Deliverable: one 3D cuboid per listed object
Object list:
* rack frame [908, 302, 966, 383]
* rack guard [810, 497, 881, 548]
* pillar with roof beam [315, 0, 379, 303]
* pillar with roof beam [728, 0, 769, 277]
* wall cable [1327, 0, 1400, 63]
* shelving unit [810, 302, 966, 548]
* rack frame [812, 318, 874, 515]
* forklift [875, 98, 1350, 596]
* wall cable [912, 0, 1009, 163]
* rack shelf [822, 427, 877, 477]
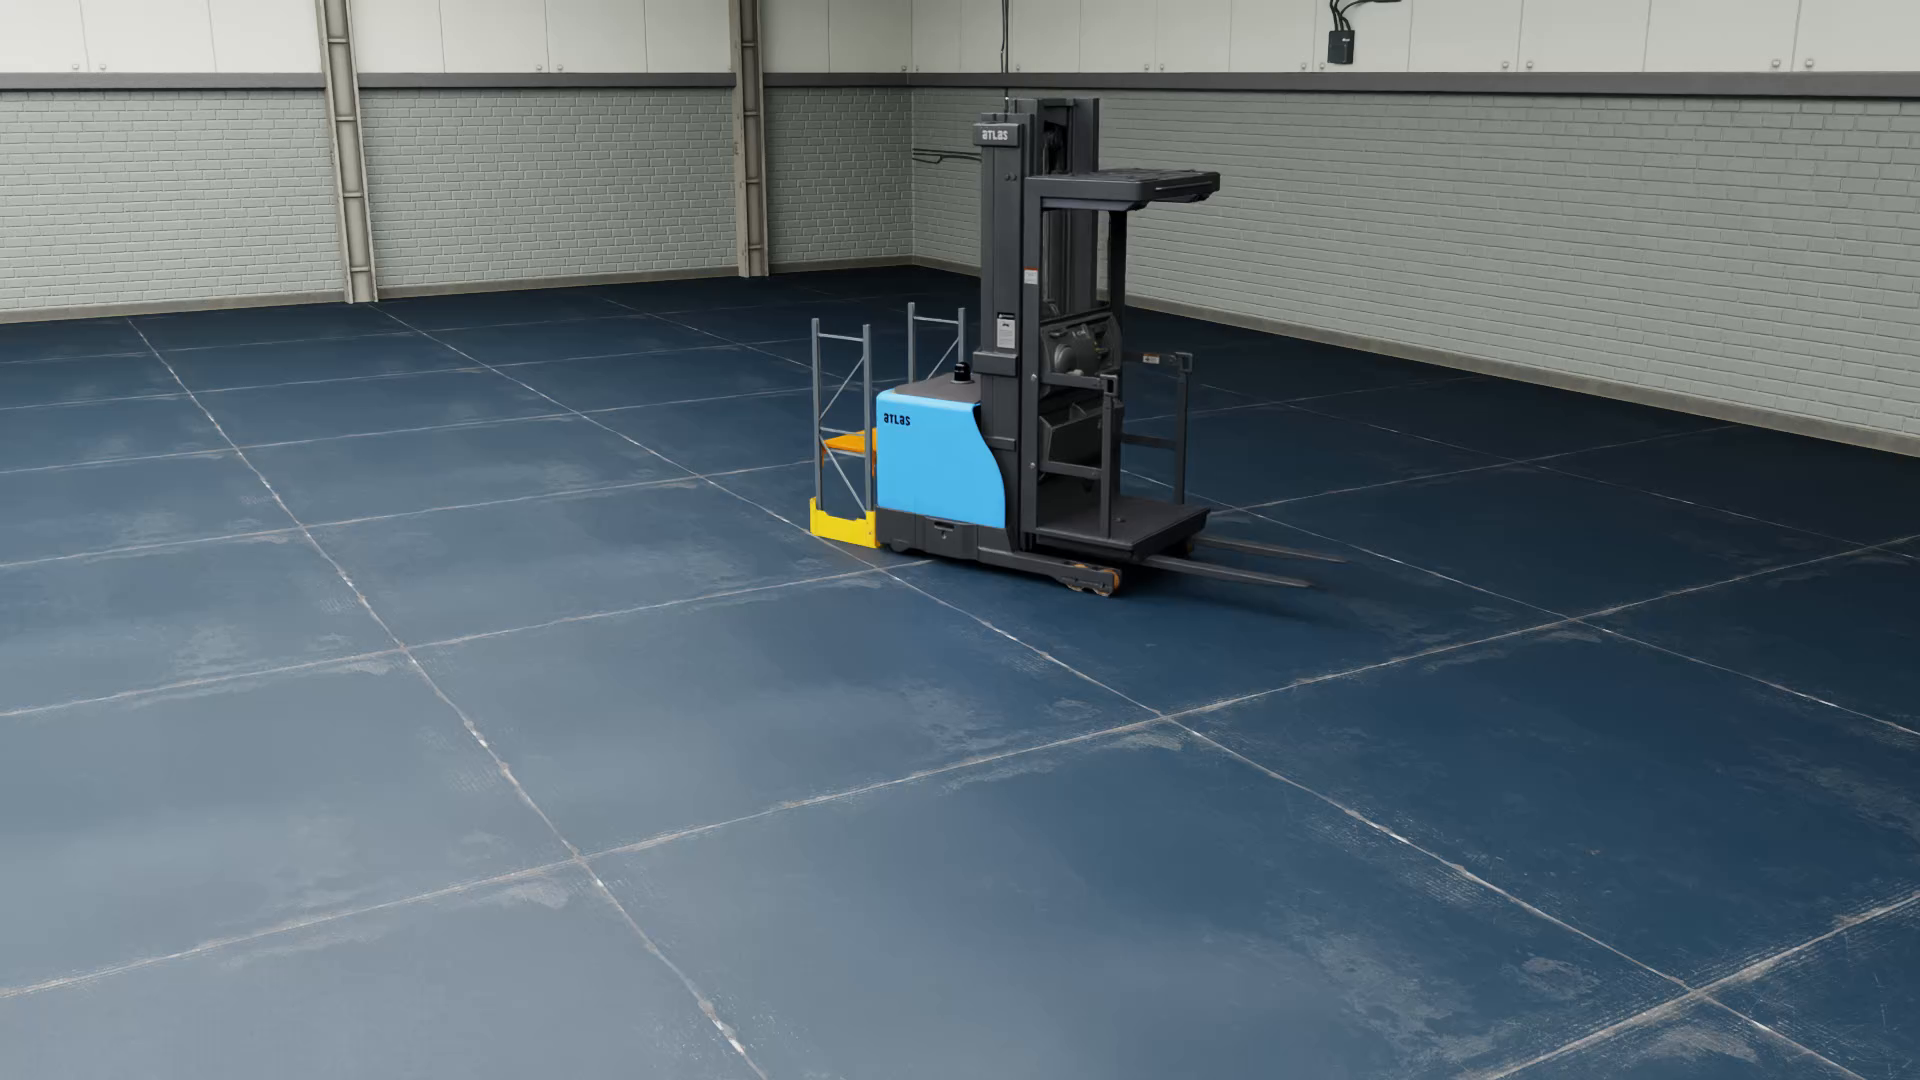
[{"bbox_3d":[-0.166,-0.940,11.986,0.500,1.500,0.032,12,20,36],"label":"rack frame"},{"bbox_3d":[-0.788,-0.122,11.382,0.587,0.250,0.087,12,20,36],"label":"rack guard"},{"bbox_3d":[-6.198,-6.694,18.618,0.400,9.000,9.100,-9,18,-30],"label":"pillar with roof beam"},{"bbox_3d":[-1.055,-7.528,21.593,0.400,9.000,9.100,-9,18,-30],"label":"pillar with roof beam"},{"bbox_3d":[4.810,-8.067,17.213,0.169,6.003,2.305,-9,18,-30],"label":"wall cable"},{"bbox_3d":[-0.483,-0.830,11.592,0.587,1.500,1.083,12,20,36],"label":"shelving unit"},{"bbox_3d":[-0.788,-0.723,11.212,0.500,1.500,0.032,12,20,36],"label":"rack frame"},{"bbox_3d":[0.941,-1.230,10.368,3.031,2.935,1.130,10,19,33],"label":"forklift"},{"bbox_3d":[-0.066,-7.132,25.935,0.112,2.526,3.097,-9,18,-30],"label":"wall cable"},{"bbox_3d":[-0.477,-0.659,11.648,0.538,0.185,1.000,12,20,36],"label":"rack shelf"}]
